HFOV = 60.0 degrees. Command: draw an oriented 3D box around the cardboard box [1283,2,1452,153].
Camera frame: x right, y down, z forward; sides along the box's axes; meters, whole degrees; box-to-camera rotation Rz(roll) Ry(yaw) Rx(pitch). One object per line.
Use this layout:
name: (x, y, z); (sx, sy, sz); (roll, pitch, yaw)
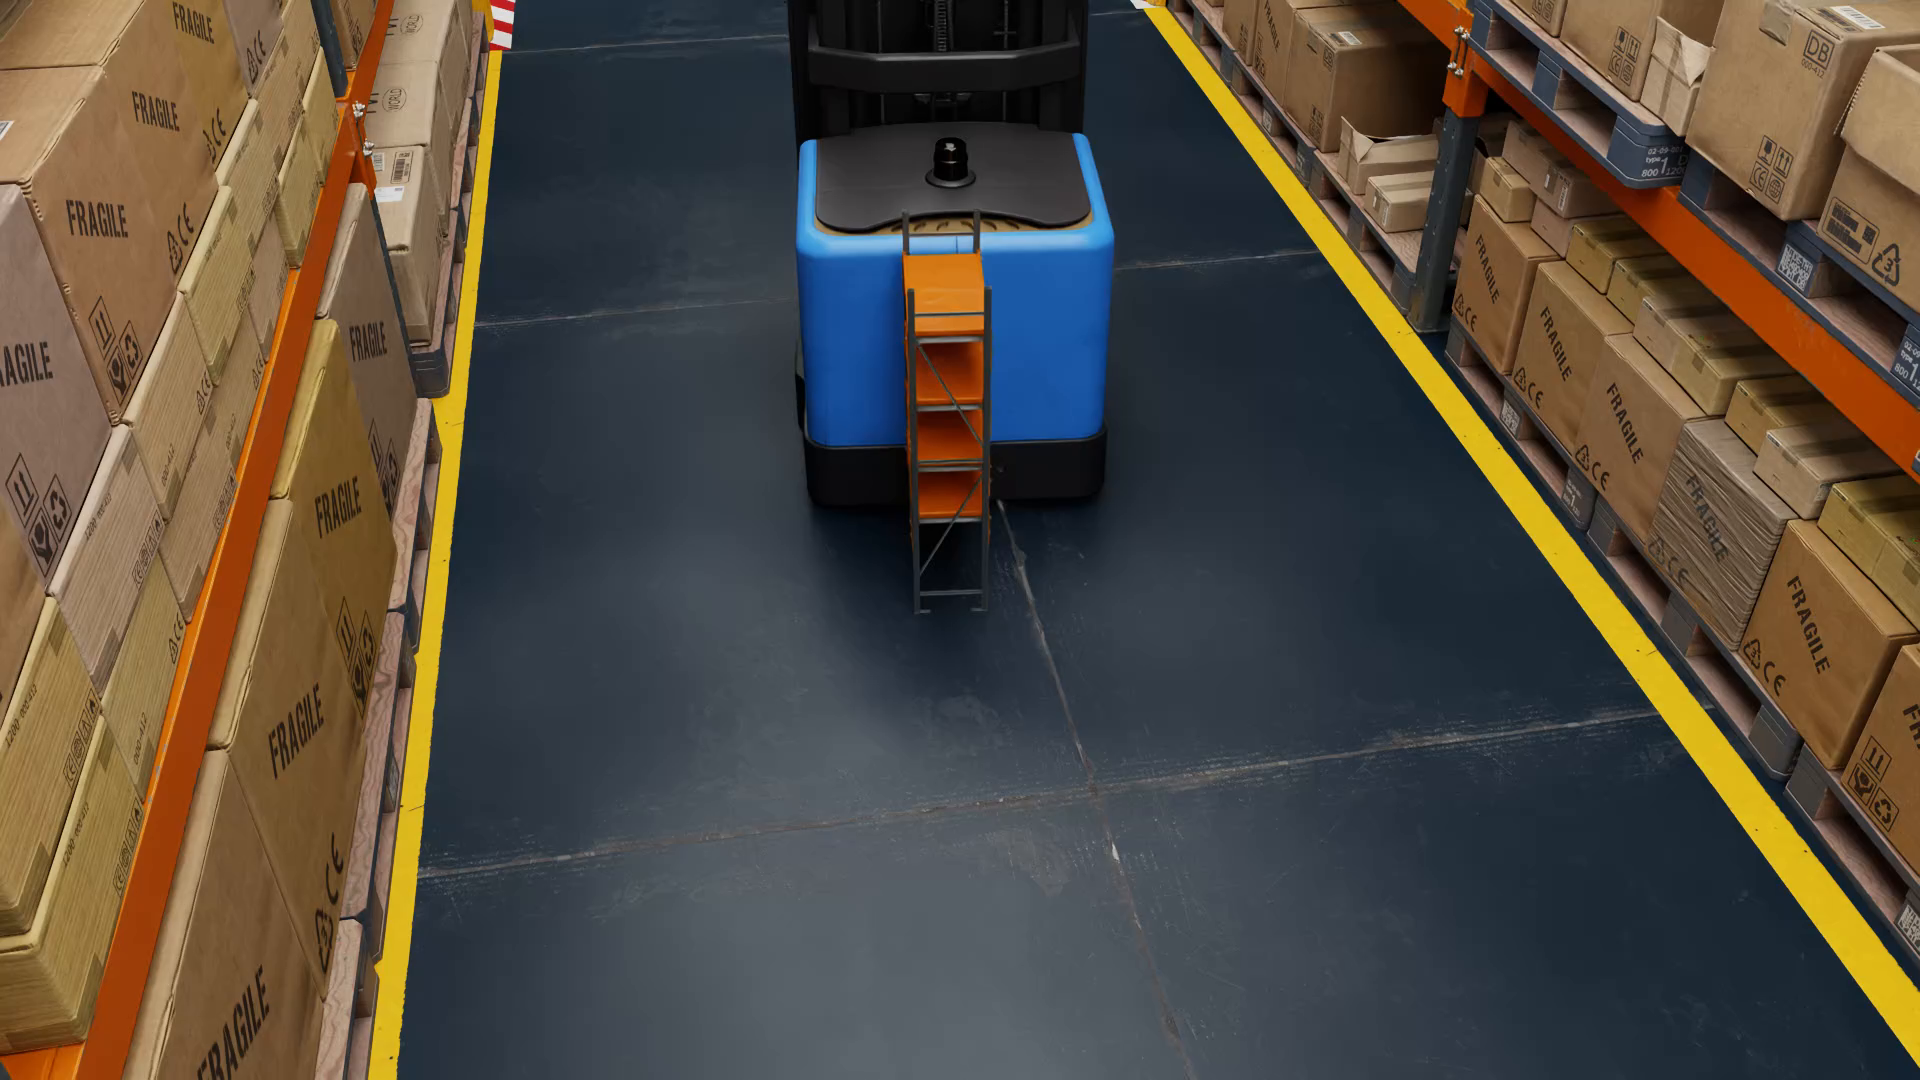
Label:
cardboard box: (1.966, -2.184, 7.812); (0.700, 0.500, 0.500); (-8, 38, -10)

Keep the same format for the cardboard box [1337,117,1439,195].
cardboard box: (1.910, -1.723, 7.409); (0.396, 0.266, 0.258); (-5, 38, -6)

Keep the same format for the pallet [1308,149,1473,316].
pallet: (2.240, -1.430, 7.419); (1.003, 0.211, 1.213); (-6, 38, -8)

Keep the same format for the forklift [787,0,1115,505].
forklift: (-0.094, -2.163, 6.145); (1.130, 2.935, 3.031); (-2, 38, -3)

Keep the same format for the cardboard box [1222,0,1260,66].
cardboard box: (1.784, -2.811, 8.619); (0.700, 0.500, 0.500); (-5, 38, -6)

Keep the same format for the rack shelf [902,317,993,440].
rack shelf: (-0.044, -0.511, 5.175); (0.258, 0.148, 0.480); (-2, 38, -3)

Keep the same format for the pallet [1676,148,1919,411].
pallet: (2.715, -0.799, 4.490); (1.003, 0.211, 1.213); (-6, 38, -8)

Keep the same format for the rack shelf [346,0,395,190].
rack shelf: (-2.877, -2.504, 7.115); (1.077, 0.370, 4.000); (-6, 38, -8)

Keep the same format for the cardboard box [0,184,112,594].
cardboard box: (-1.767, -0.222, 2.694); (0.500, 0.500, 0.500); (-6, 38, -8)

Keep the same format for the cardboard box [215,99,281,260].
cardboard box: (-2.018, -0.865, 4.133); (0.500, 0.250, 0.500); (-5, 38, -7)

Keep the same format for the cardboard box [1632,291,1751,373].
cardboard box: (2.410, -0.674, 5.339); (0.380, 0.149, 0.250); (-6, 38, -8)

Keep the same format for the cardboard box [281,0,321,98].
cardboard box: (-2.210, -1.478, 4.923); (0.500, 0.250, 0.500); (-6, 38, -8)

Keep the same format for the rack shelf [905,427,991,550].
rack shelf: (-0.044, -0.177, 5.434); (0.258, 0.148, 0.480); (-2, 38, -3)

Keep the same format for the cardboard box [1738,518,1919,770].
cardboard box: (2.603, 0.269, 4.654); (0.500, 0.500, 0.500); (-5, 38, -6)

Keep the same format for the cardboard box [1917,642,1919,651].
cardboard box: (2.644, 0.268, 4.126); (0.380, 0.149, 0.250); (-7, 38, -9)

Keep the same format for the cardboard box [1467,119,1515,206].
cardboard box: (2.477, -1.645, 7.272); (0.500, 0.311, 0.500); (-5, 38, -6)

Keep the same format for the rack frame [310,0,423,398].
rack frame: (-2.526, -1.580, 5.339); (1.000, 3.000, 0.127); (-6, 38, -8)

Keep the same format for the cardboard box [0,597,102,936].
cardboard box: (-1.671, 0.365, 2.550); (0.500, 0.250, 0.500); (-6, 38, -8)

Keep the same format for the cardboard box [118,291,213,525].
cardboard box: (-1.836, -0.250, 3.341); (0.500, 0.250, 0.500); (-6, 38, -8)

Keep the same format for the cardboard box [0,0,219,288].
cardboard box: (-1.928, -0.841, 3.491); (0.500, 0.500, 0.500); (-6, 38, -7)

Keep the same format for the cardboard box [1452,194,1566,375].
cardboard box: (2.223, -0.979, 6.260); (0.500, 0.500, 0.500); (-5, 38, -6)

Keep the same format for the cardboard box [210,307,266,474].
cardboard box: (-1.947, -0.351, 3.879); (0.500, 0.250, 0.500); (-6, 38, -8)

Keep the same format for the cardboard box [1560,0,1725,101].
cardboard box: (2.315, -1.693, 5.060); (0.700, 0.500, 0.500); (-6, 38, -7)

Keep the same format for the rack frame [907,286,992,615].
rack frame: (-0.030, -0.238, 5.078); (0.240, 1.200, 0.015); (-2, 38, -3)

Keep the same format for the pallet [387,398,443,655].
pallet: (-2.317, -0.021, 5.605); (1.003, 0.211, 1.213); (-6, 38, -8)

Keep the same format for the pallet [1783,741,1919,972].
pallet: (2.967, 0.946, 4.361); (1.003, 0.211, 1.213); (-6, 38, -8)

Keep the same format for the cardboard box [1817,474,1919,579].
cardboard box: (2.598, -0.047, 4.532); (0.380, 0.149, 0.250); (-7, 38, -9)

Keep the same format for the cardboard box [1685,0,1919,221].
cardboard box: (2.453, -1.219, 4.450); (0.700, 0.500, 0.500); (-6, 38, -8)

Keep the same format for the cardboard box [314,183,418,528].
cardboard box: (-2.339, -0.541, 5.391); (0.875, 0.875, 0.875); (-5, 38, -7)

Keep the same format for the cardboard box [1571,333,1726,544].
cardboard box: (2.409, -0.356, 5.459); (0.500, 0.500, 0.500); (-7, 38, -9)

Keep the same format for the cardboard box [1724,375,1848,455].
cardboard box: (2.527, -0.364, 4.940); (0.380, 0.149, 0.250); (-6, 38, -8)

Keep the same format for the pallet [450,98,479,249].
pallet: (-2.800, -1.685, 7.747); (1.003, 0.211, 1.213); (-6, 38, -8)

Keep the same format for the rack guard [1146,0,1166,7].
rack guard: (1.672, -3.500, 9.847); (1.175, 0.500, 0.348); (-6, 38, -8)

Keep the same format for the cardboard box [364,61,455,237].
cardboard box: (-2.688, -1.666, 7.195); (0.875, 0.438, 0.875); (-7, 38, -9)

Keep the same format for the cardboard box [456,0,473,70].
cardboard box: (-3.014, -2.763, 8.607); (0.875, 0.438, 0.875); (-7, 38, -9)

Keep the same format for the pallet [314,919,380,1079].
pallet: (-1.889, 1.452, 3.708); (1.003, 0.211, 1.213); (-6, 38, -8)

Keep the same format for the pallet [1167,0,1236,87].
pallet: (1.812, -2.904, 9.316); (1.003, 0.211, 1.213); (-6, 38, -8)

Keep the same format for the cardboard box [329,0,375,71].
cardboard box: (-2.351, -1.932, 5.710); (0.500, 0.500, 0.500); (-5, 38, -6)

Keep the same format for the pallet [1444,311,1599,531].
pallet: (2.539, -0.528, 6.258); (1.003, 0.211, 1.213); (-6, 38, -8)

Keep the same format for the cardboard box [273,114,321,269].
cardboard box: (-2.111, -0.970, 4.675); (0.500, 0.250, 0.500); (-7, 38, -9)

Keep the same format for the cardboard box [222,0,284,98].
cardboard box: (-2.103, -1.460, 4.288); (0.500, 0.500, 0.500); (-6, 38, -7)

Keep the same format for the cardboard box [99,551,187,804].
cardboard box: (-1.771, 0.264, 3.088); (0.500, 0.250, 0.500); (-7, 38, -9)

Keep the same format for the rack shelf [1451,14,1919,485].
rack shelf: (2.710, -0.624, 4.695); (1.077, 0.370, 4.000); (-6, 38, -8)

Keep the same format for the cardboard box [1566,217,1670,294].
cardboard box: (2.342, -0.993, 5.750); (0.380, 0.149, 0.250); (-8, 39, -10)

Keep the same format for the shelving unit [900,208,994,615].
shelving unit: (-0.044, -0.387, 5.271); (0.258, 1.200, 0.503); (-2, 38, -3)

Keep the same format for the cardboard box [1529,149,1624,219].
cardboard box: (2.253, -1.272, 5.866); (0.380, 0.149, 0.250); (-8, 39, -10)

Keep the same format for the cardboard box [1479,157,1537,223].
cardboard box: (2.161, -1.306, 6.153); (0.380, 0.149, 0.250); (-5, 38, -6)

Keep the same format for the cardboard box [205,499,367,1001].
cardboard box: (-2.017, 0.543, 3.995); (0.875, 0.875, 0.875); (-6, 38, -7)
